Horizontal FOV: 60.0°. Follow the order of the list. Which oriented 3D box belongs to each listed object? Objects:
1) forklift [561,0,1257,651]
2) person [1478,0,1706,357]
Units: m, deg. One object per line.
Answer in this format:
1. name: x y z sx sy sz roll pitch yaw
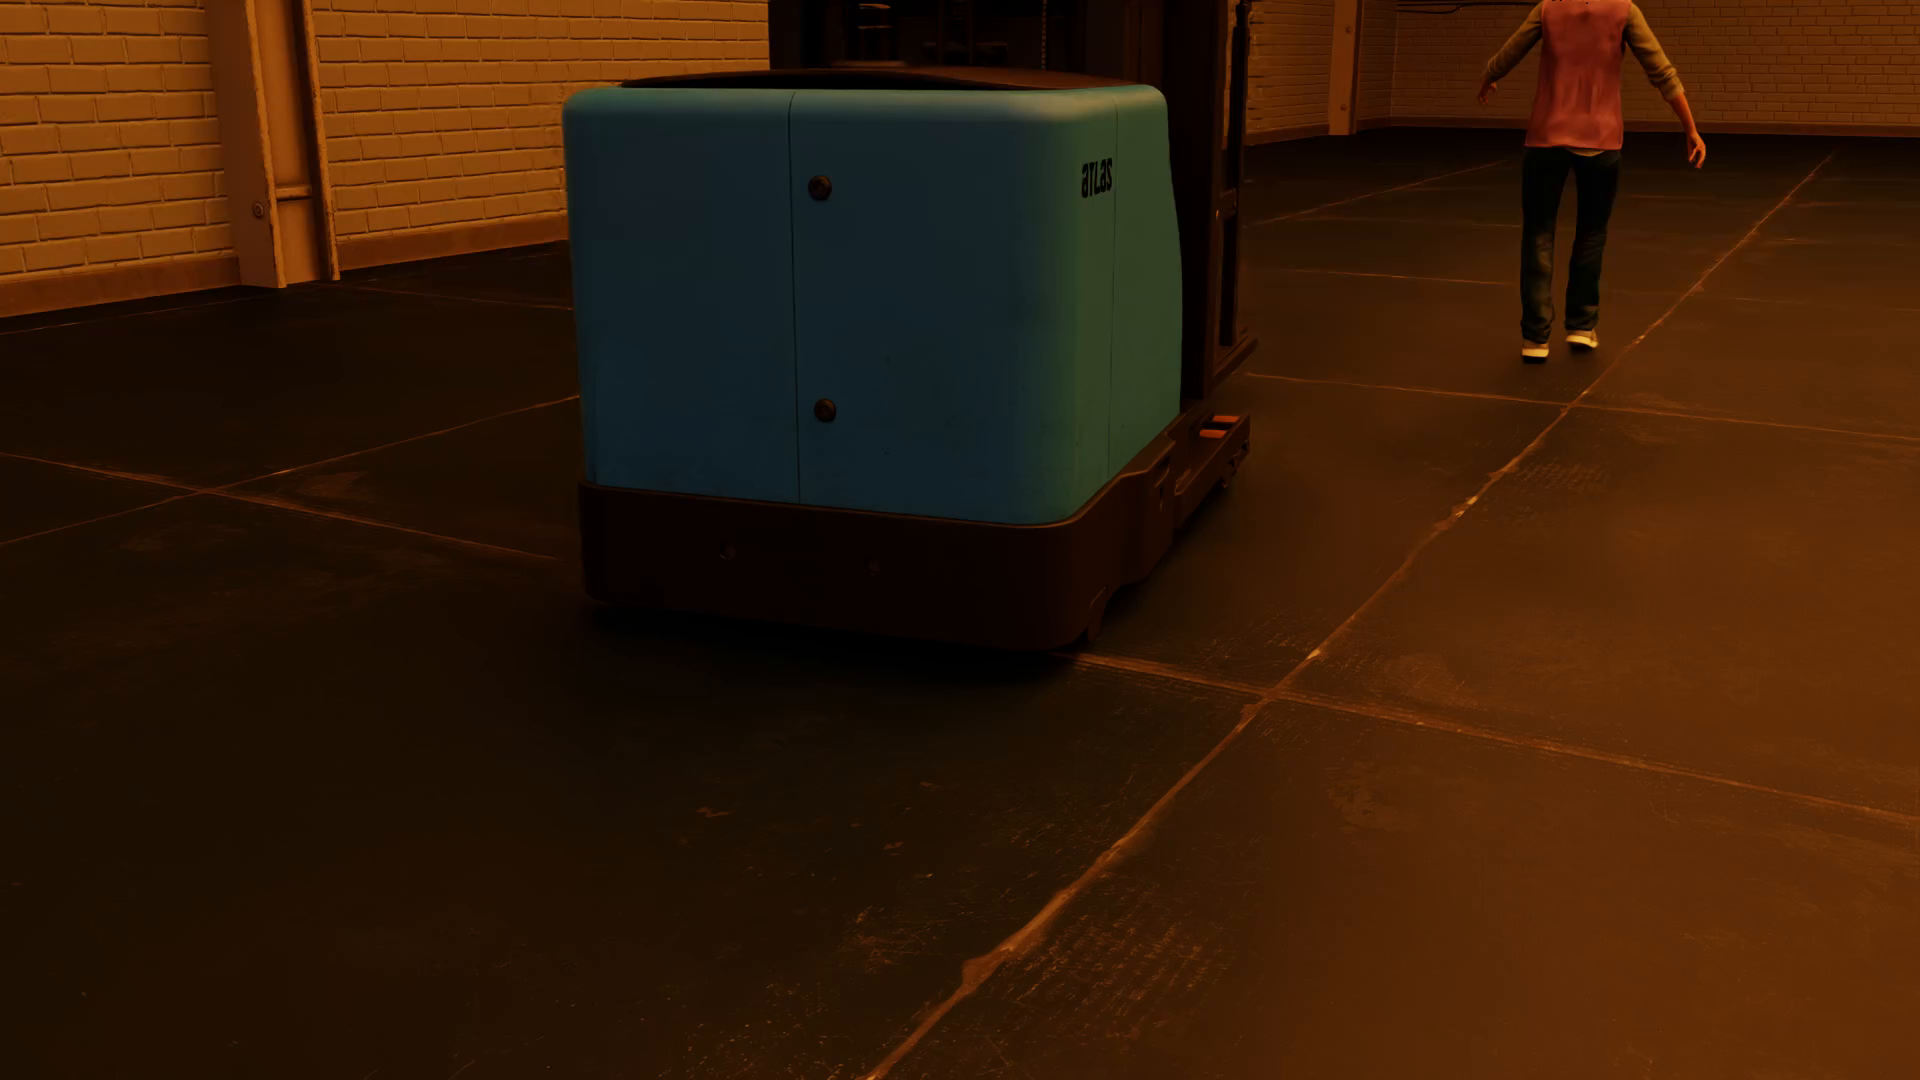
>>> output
1. forklift: 0.186 -1.574 4.199 1.130 2.935 3.031 6 17 18
2. person: 2.377 -1.480 6.342 0.847 1.579 0.658 6 18 20
